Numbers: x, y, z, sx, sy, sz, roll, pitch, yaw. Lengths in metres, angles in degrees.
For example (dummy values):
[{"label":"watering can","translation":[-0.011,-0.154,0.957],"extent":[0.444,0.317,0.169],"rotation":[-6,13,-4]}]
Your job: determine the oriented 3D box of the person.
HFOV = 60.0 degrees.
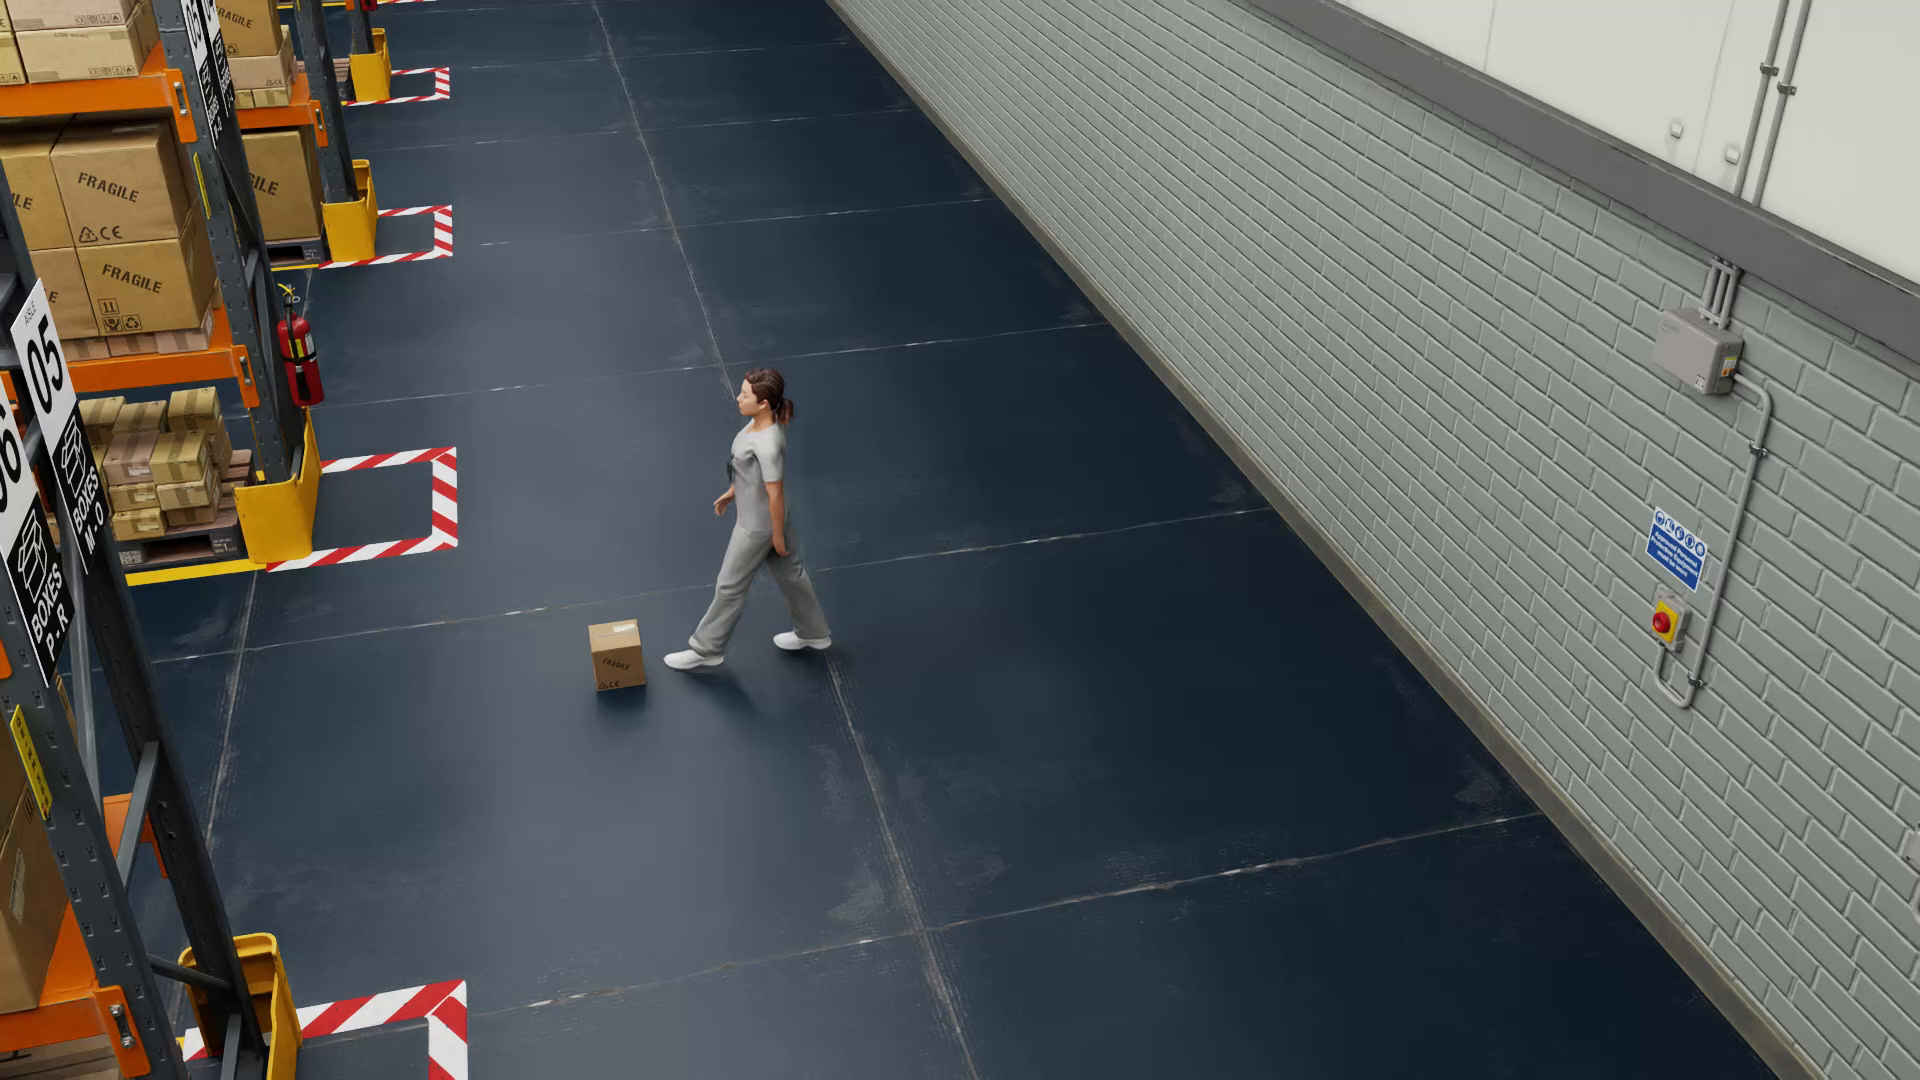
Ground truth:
[{"label":"person","translation":[-1.109,-0.118,8.408],"extent":[0.854,1.637,0.451],"rotation":[0,30,0]}]
